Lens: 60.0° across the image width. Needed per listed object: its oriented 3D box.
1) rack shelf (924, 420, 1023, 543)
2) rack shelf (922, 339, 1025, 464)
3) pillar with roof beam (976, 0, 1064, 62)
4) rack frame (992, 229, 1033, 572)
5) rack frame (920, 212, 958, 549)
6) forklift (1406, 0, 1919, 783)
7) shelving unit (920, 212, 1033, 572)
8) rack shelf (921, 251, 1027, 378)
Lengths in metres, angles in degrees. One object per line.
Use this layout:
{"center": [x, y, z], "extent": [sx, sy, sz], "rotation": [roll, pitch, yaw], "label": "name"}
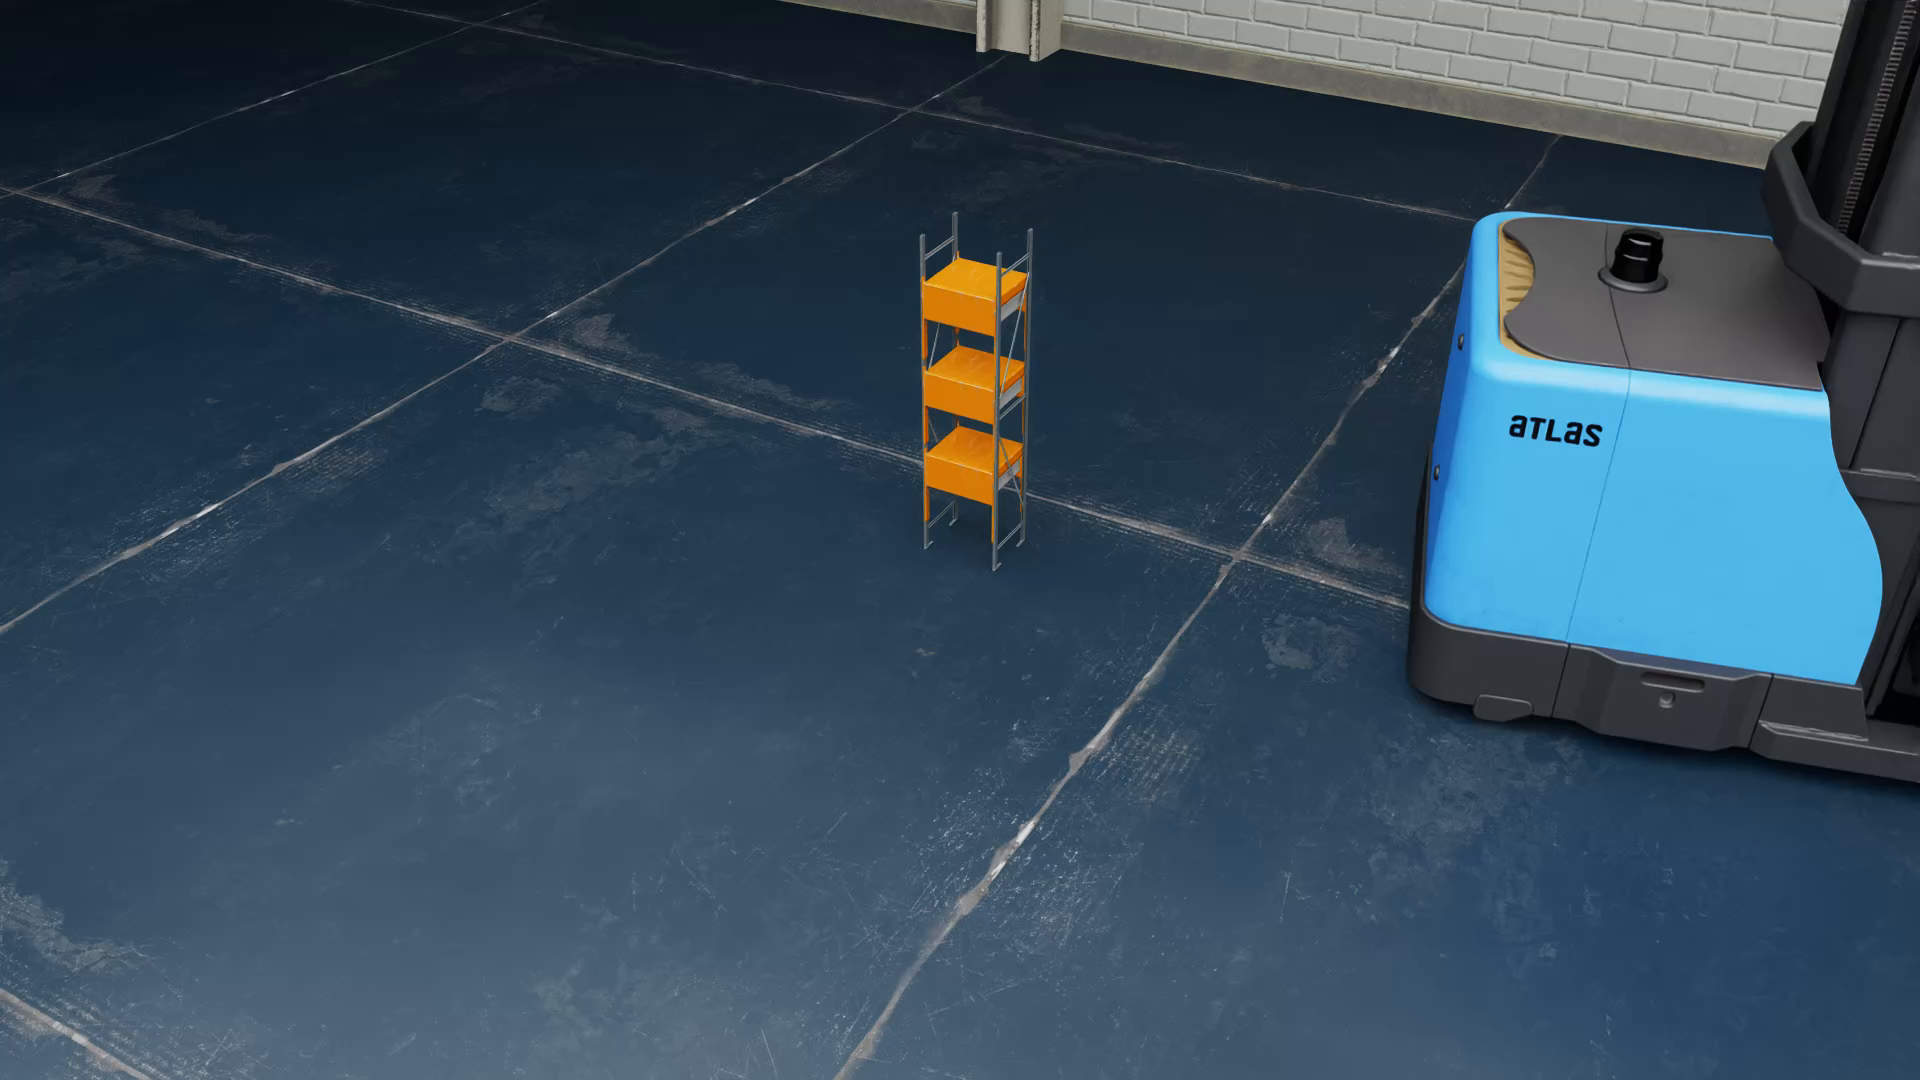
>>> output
{"center": [0.046, -0.182, 5.097], "extent": [0.240, 0.259, 0.215], "rotation": [18, 37, 24], "label": "rack shelf"}
{"center": [0.046, -0.413, 4.943], "extent": [0.240, 0.259, 0.215], "rotation": [18, 37, 24], "label": "rack shelf"}
{"center": [-1.800, -4.461, 3.830], "extent": [0.400, 9.000, 9.100], "rotation": [18, 37, 24], "label": "pillar with roof beam"}
{"center": [0.152, -0.389, 4.887], "extent": [0.008, 1.050, 0.200], "rotation": [18, 37, 24], "label": "rack frame"}
{"center": [-0.059, -0.456, 4.987], "extent": [0.008, 1.050, 0.200], "rotation": [18, 37, 24], "label": "rack frame"}
{"center": [2.800, -0.808, 3.818], "extent": [3.031, 2.935, 1.130], "rotation": [8, 35, 12], "label": "forklift"}
{"center": [0.046, -0.422, 4.937], "extent": [0.252, 1.050, 0.215], "rotation": [18, 37, 24], "label": "shelving unit"}
{"center": [0.046, -0.650, 4.785], "extent": [0.240, 0.259, 0.215], "rotation": [18, 37, 24], "label": "rack shelf"}
